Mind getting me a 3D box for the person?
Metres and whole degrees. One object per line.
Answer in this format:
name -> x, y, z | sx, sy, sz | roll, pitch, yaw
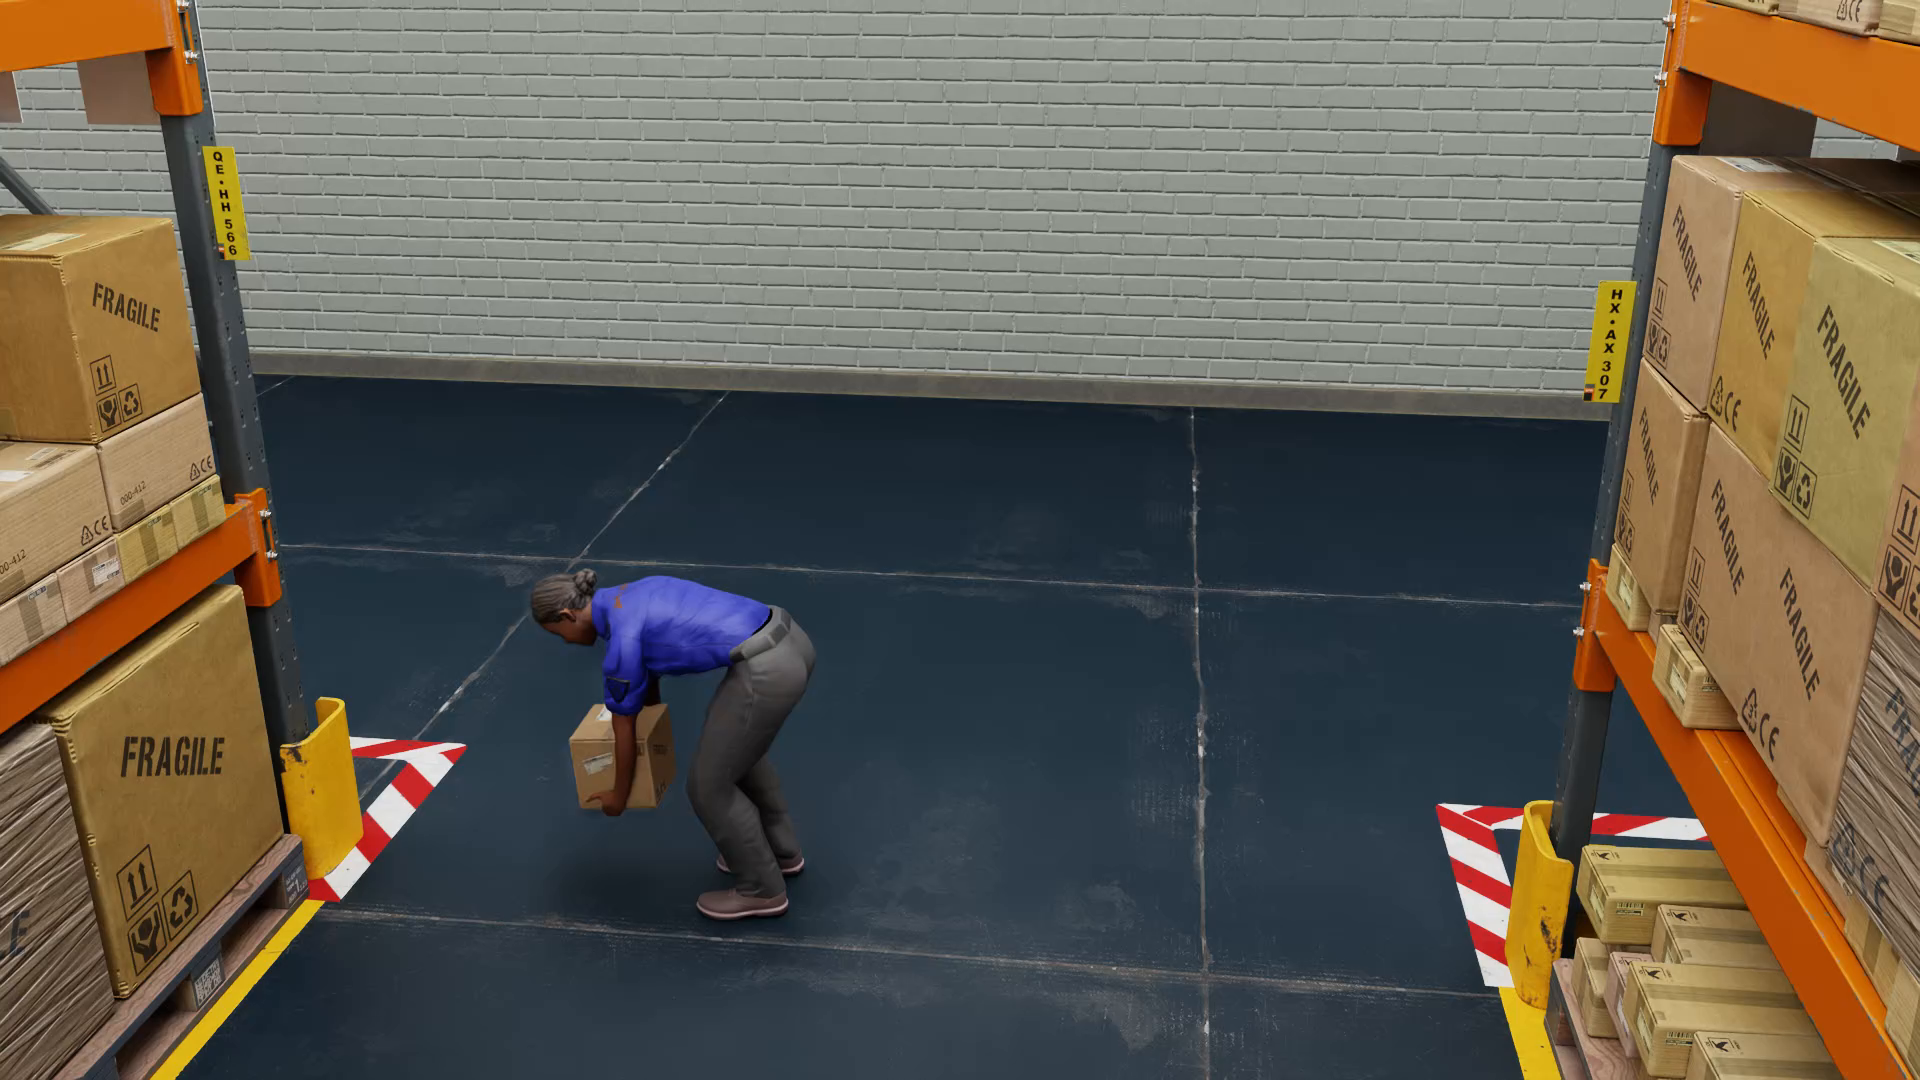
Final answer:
person -> -0.889, 0.621, 5.258 | 0.867, 1.112, 0.422 | 2, 21, 5
